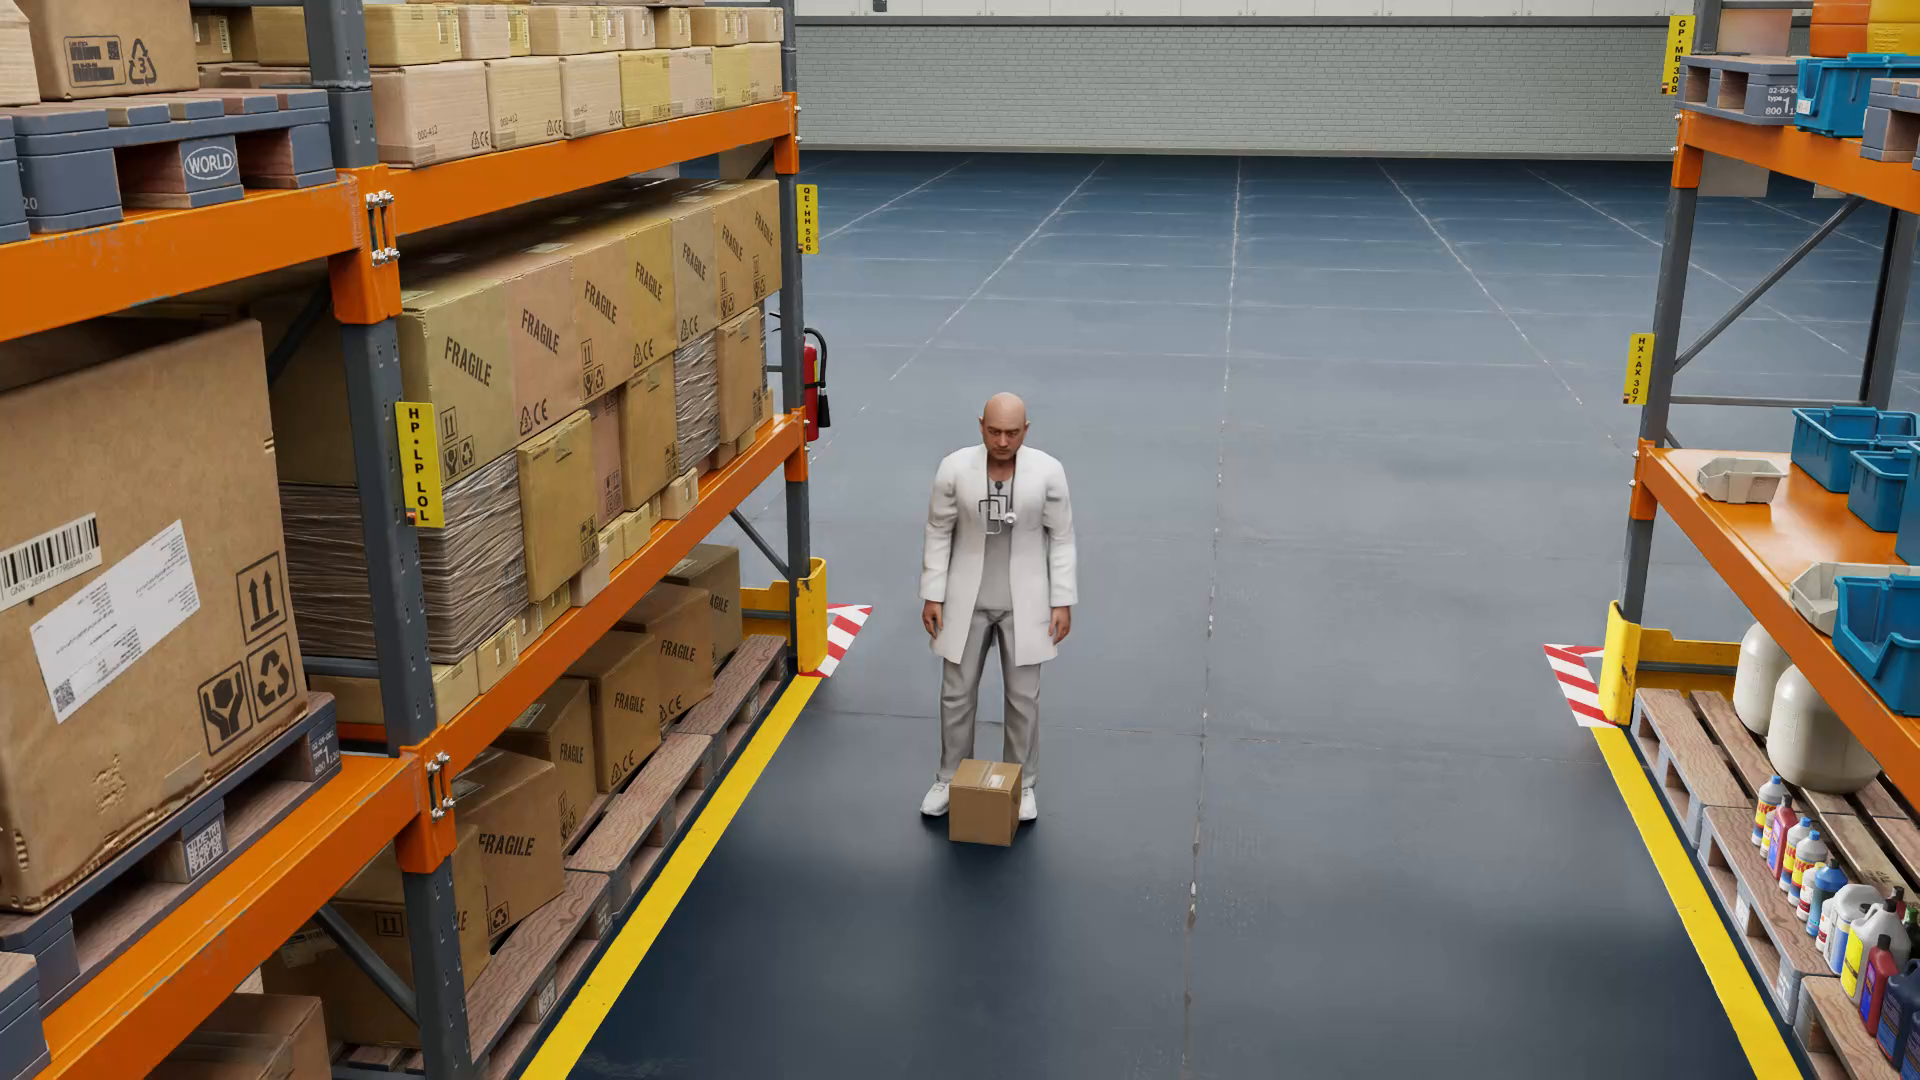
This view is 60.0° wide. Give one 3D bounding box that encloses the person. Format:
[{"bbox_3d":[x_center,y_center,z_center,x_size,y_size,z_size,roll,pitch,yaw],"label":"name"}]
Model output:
[{"bbox_3d":[0.154,0.262,6.752,0.649,1.772,0.429,2,18,5],"label":"person"}]
